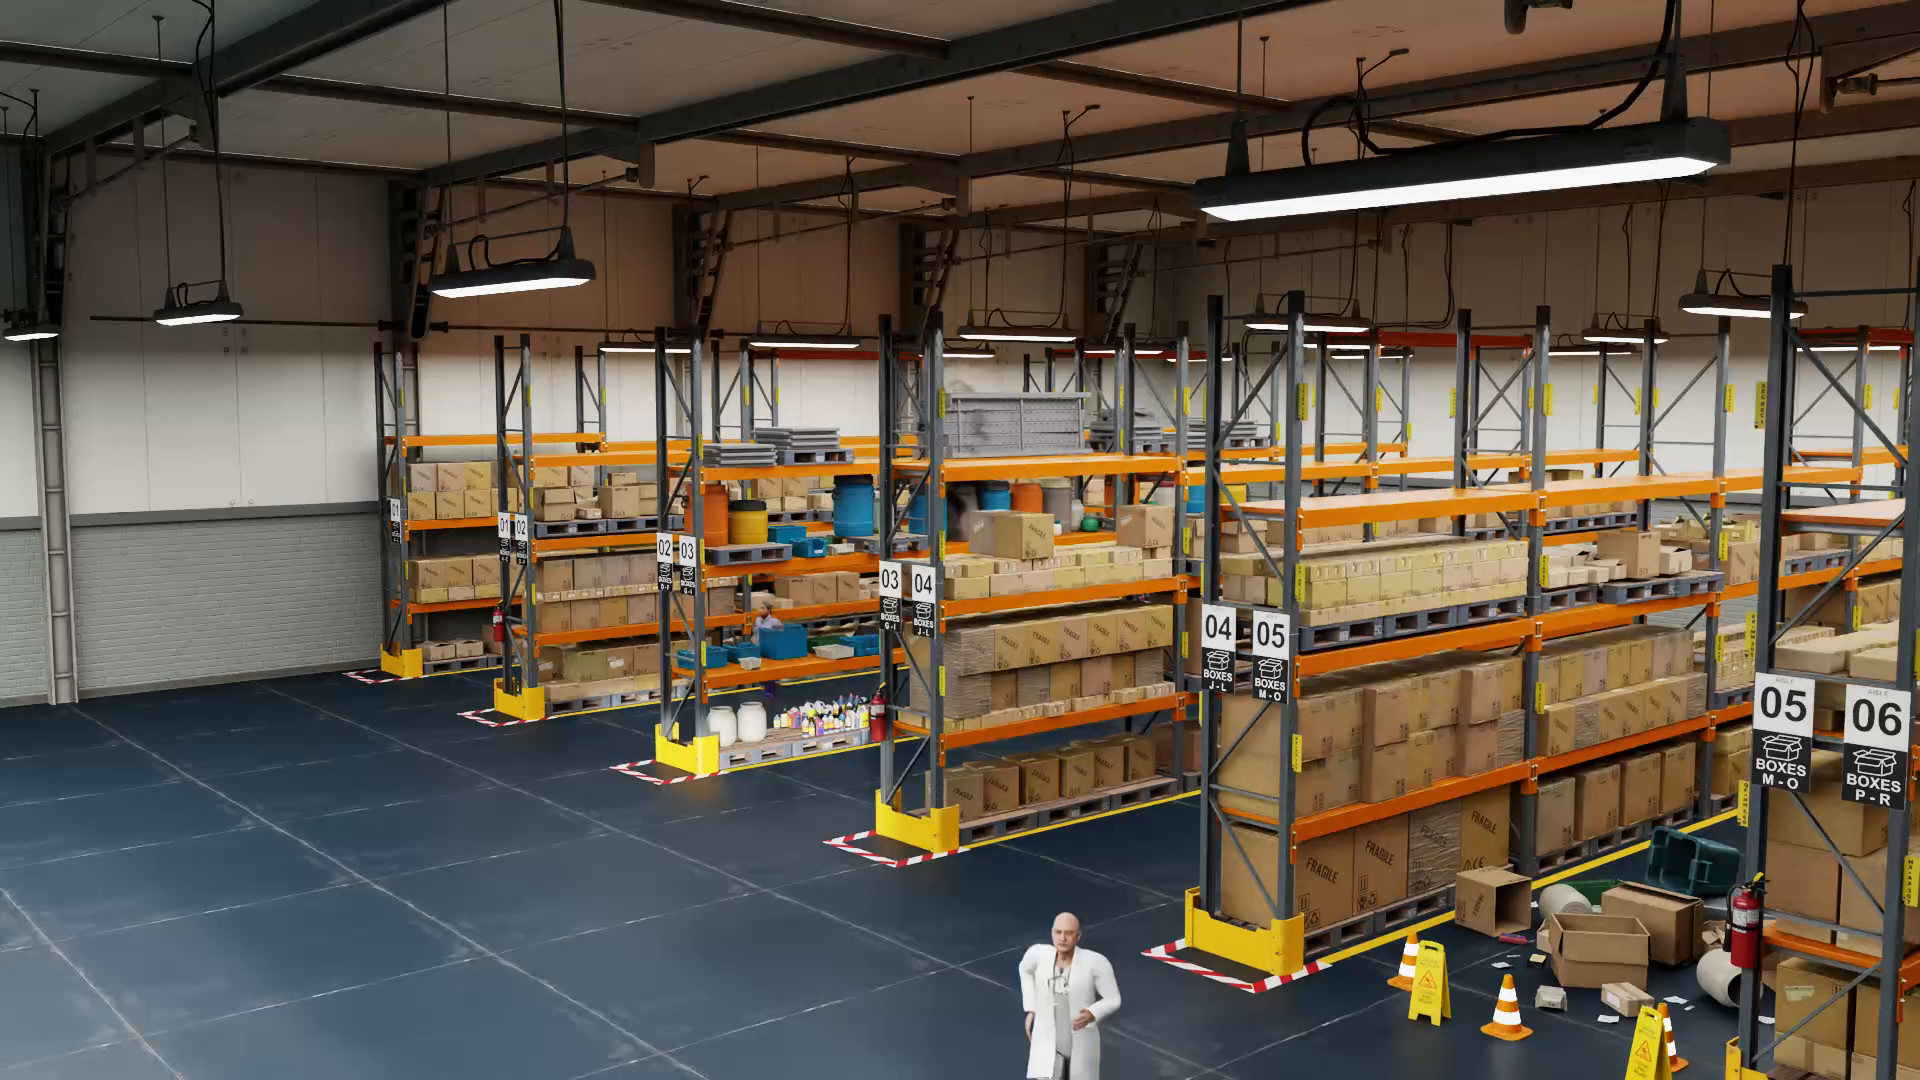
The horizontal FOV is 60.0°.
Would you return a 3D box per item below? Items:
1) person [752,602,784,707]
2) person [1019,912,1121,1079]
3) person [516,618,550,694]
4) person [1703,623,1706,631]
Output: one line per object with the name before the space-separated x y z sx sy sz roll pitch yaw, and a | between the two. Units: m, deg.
person | -2.953 1.746 25.723 0.593 1.615 0.518 3 6 34
person | 0.701 3.306 10.780 0.685 1.839 0.859 1 5 7
person | -7.164 1.690 28.213 0.651 1.835 0.852 3 6 33
person | 11.139 2.070 24.612 0.874 1.736 0.662 -4 6 -35
